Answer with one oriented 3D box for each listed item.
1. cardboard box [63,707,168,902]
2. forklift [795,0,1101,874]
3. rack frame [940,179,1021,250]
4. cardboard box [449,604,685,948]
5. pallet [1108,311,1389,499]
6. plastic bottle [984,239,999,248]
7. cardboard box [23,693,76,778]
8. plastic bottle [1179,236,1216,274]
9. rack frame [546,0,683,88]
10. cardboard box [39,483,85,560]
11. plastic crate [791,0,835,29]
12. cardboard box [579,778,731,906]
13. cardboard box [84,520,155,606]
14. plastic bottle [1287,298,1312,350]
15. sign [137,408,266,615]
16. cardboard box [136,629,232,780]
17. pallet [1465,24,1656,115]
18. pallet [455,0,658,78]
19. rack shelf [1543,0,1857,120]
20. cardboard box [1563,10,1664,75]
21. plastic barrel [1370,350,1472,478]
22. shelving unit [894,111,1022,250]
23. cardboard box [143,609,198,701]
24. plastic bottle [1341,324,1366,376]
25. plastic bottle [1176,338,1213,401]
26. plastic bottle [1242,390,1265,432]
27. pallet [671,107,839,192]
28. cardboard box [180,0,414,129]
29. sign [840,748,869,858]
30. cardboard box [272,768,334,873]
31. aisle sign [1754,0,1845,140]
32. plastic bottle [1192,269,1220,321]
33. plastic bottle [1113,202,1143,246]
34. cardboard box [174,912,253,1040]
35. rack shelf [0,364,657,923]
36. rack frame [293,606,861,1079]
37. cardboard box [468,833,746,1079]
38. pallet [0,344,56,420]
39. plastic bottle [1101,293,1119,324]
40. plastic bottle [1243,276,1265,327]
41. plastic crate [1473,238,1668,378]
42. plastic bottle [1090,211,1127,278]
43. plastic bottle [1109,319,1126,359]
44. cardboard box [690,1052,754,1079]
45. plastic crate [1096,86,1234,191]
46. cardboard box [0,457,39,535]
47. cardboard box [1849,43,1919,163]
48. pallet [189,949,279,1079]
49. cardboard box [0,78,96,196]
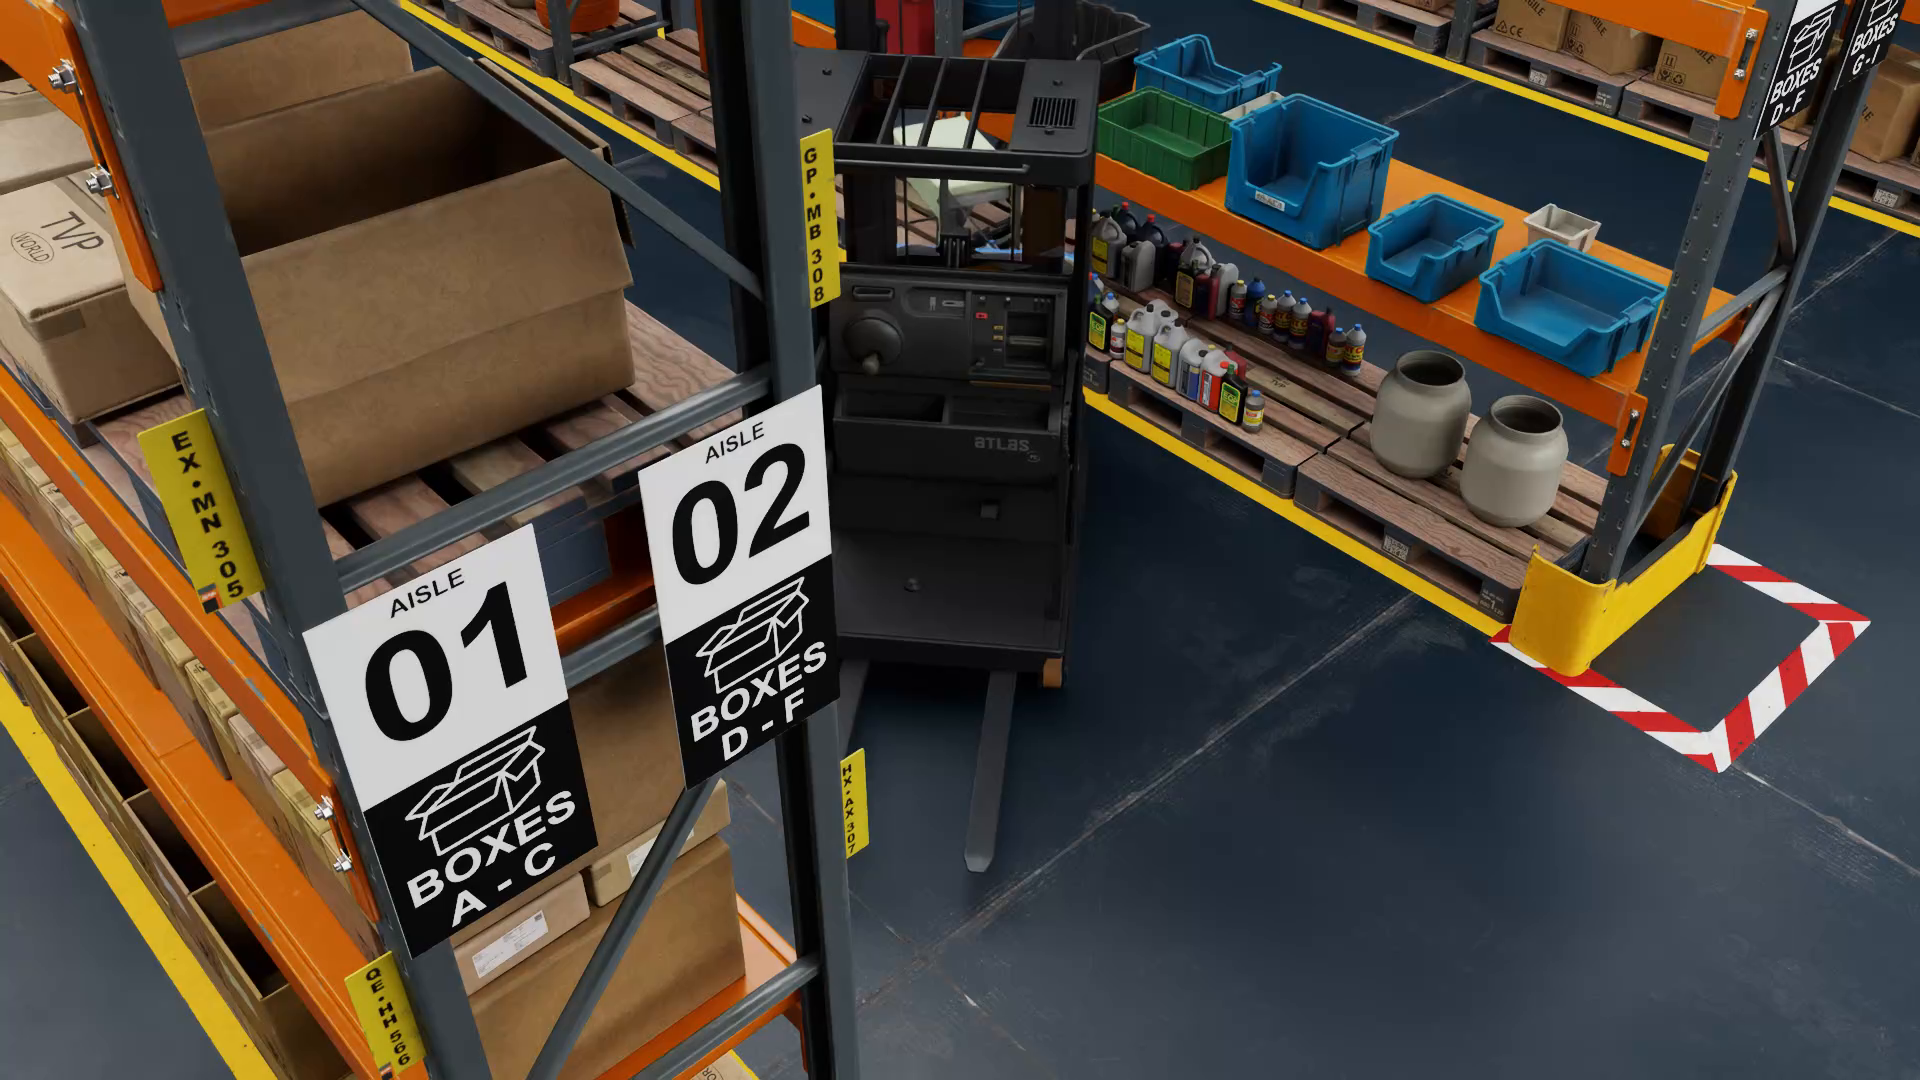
[{"bbox_3d":[-2.614,0.793,5.638,0.500,0.500,0.500,-30,48,-32],"label":"cardboard box"},{"bbox_3d":[-0.072,-0.749,6.345,1.130,2.935,3.031,4,39,5],"label":"forklift"},{"bbox_3d":[0.098,-1.233,8.083,0.400,1.500,0.023,-14,41,-17],"label":"rack frame"},{"bbox_3d":[-1.011,0.430,3.718,0.700,0.500,0.500,-30,48,-32],"label":"cardboard box"},{"bbox_3d":[1.530,-0.757,8.519,1.003,0.211,1.213,-30,48,-32],"label":"pallet"},{"bbox_3d":[0.170,-1.511,9.055,0.097,0.271,0.097,0,39,0],"label":"plastic bottle"},{"bbox_3d":[-3.284,0.618,6.451,0.500,0.250,0.500,-30,48,-32],"label":"cardboard box"},{"bbox_3d":[1.273,-1.462,8.931,0.144,0.351,0.185,-30,48,-32],"label":"plastic bottle"},{"bbox_3d":[-2.428,-4.586,11.041,1.000,3.000,0.127,-30,48,-32],"label":"rack frame"},{"bbox_3d":[-2.460,-0.122,4.917,0.380,0.149,0.250,-31,48,-33],"label":"cardboard box"},{"bbox_3d":[-0.698,-3.107,9.222,0.392,0.384,0.575,-30,48,-32],"label":"plastic crate"},{"bbox_3d":[-0.775,0.655,3.956,0.380,0.149,0.250,-30,48,-32],"label":"cardboard box"},{"bbox_3d":[-2.051,-0.276,4.592,0.700,0.500,0.500,-30,48,-32],"label":"cardboard box"},{"bbox_3d":[1.754,-1.124,8.575,0.097,0.271,0.097,0,39,0],"label":"plastic bottle"},{"bbox_3d":[-1.078,-0.037,2.379,0.100,0.325,0.005,-30,48,-32],"label":"sign"},{"bbox_3d":[-2.024,0.244,4.981,0.700,0.500,0.500,-28,47,-31],"label":"cardboard box"},{"bbox_3d":[4.406,-3.459,11.865,1.003,0.211,1.213,-30,48,-32],"label":"pallet"},{"bbox_3d":[-2.992,-3.848,12.347,1.003,0.211,1.213,-30,48,-32],"label":"pallet"},{"bbox_3d":[1.630,-2.696,6.886,1.077,0.370,4.000,-30,48,-32],"label":"rack shelf"},{"bbox_3d":[4.560,-3.567,11.434,0.500,0.500,0.500,-16,42,-19],"label":"cardboard box"},{"bbox_3d":[2.142,-0.583,7.731,0.421,0.512,0.421,0,39,0],"label":"plastic barrel"},{"bbox_3d":[-0.038,-1.447,8.348,0.431,1.500,0.755,-14,41,-17],"label":"shelving unit"},{"bbox_3d":[-1.944,0.234,4.477,0.380,0.149,0.250,-29,47,-31],"label":"cardboard box"},{"bbox_3d":[1.986,-0.965,8.379,0.097,0.271,0.097,0,39,0],"label":"plastic bottle"},{"bbox_3d":[1.173,-0.851,8.234,0.152,0.276,0.135,-31,48,-33],"label":"plastic bottle"},{"bbox_3d":[1.418,-0.630,8.019,0.097,0.201,0.097,0,39,0],"label":"plastic bottle"},{"bbox_3d":[-1.112,-2.562,10.754,1.003,0.211,1.213,-30,48,-32],"label":"pallet"},{"bbox_3d":[-1.590,-1.089,3.798,0.500,0.500,0.500,-30,48,-32],"label":"cardboard box"},{"bbox_3d":[-0.256,0.619,3.844,0.100,0.325,0.005,-30,48,-32],"label":"sign"},{"bbox_3d":[-1.418,0.594,4.032,0.380,0.149,0.250,-31,48,-32],"label":"cardboard box"},{"bbox_3d":[2.812,-1.735,5.442,0.394,0.787,0.004,-30,48,-32],"label":"aisle sign"},{"bbox_3d":[1.302,-1.313,8.800,0.061,0.283,0.133,-30,48,-32],"label":"plastic bottle"},{"bbox_3d":[0.925,-1.700,9.226,0.144,0.351,0.185,-31,48,-33],"label":"plastic bottle"},{"bbox_3d":[-2.272,1.314,5.590,0.500,0.250,0.500,-30,48,-32],"label":"cardboard box"},{"bbox_3d":[-2.021,-0.593,4.282,1.077,0.370,4.000,-30,48,-32],"label":"rack shelf"},{"bbox_3d":[-0.668,1.220,3.853,1.000,3.000,0.127,-30,48,-32],"label":"rack frame"},{"bbox_3d":[-0.975,0.959,4.095,0.700,0.500,0.500,-30,48,-32],"label":"cardboard box"},{"bbox_3d":[-1.957,-0.816,4.056,1.003,0.211,1.213,-30,48,-32],"label":"pallet"},{"bbox_3d":[0.772,-1.155,8.614,0.097,0.271,0.097,0,39,0],"label":"plastic bottle"},{"bbox_3d":[1.549,-1.264,8.748,0.097,0.271,0.097,0,39,0],"label":"plastic bottle"},{"bbox_3d":[2.424,-0.930,6.633,0.499,0.251,0.616,-30,48,-32],"label":"plastic crate"},{"bbox_3d":[0.819,-1.639,9.150,0.144,0.351,0.185,-30,48,-32],"label":"plastic bottle"},{"bbox_3d":[0.819,-1.039,8.526,0.097,0.201,0.097,0,39,0],"label":"plastic bottle"},{"bbox_3d":[-0.867,1.783,5.009,0.500,0.250,0.500,-30,48,-32],"label":"cardboard box"},{"bbox_3d":[0.987,-1.904,7.889,0.450,0.188,0.662,-30,48,-32],"label":"plastic crate"},{"bbox_3d":[-3.069,-0.468,5.862,0.700,0.500,0.500,-31,48,-33],"label":"cardboard box"},{"bbox_3d":[5.791,-2.738,10.407,0.500,0.500,0.500,-18,42,-21],"label":"cardboard box"},{"bbox_3d":[-2.038,1.404,5.844,1.003,0.211,1.213,-30,48,-32],"label":"pallet"},{"bbox_3d":[-2.018,-0.809,3.602,0.500,0.311,0.500,-24,45,-27],"label":"cardboard box"}]
